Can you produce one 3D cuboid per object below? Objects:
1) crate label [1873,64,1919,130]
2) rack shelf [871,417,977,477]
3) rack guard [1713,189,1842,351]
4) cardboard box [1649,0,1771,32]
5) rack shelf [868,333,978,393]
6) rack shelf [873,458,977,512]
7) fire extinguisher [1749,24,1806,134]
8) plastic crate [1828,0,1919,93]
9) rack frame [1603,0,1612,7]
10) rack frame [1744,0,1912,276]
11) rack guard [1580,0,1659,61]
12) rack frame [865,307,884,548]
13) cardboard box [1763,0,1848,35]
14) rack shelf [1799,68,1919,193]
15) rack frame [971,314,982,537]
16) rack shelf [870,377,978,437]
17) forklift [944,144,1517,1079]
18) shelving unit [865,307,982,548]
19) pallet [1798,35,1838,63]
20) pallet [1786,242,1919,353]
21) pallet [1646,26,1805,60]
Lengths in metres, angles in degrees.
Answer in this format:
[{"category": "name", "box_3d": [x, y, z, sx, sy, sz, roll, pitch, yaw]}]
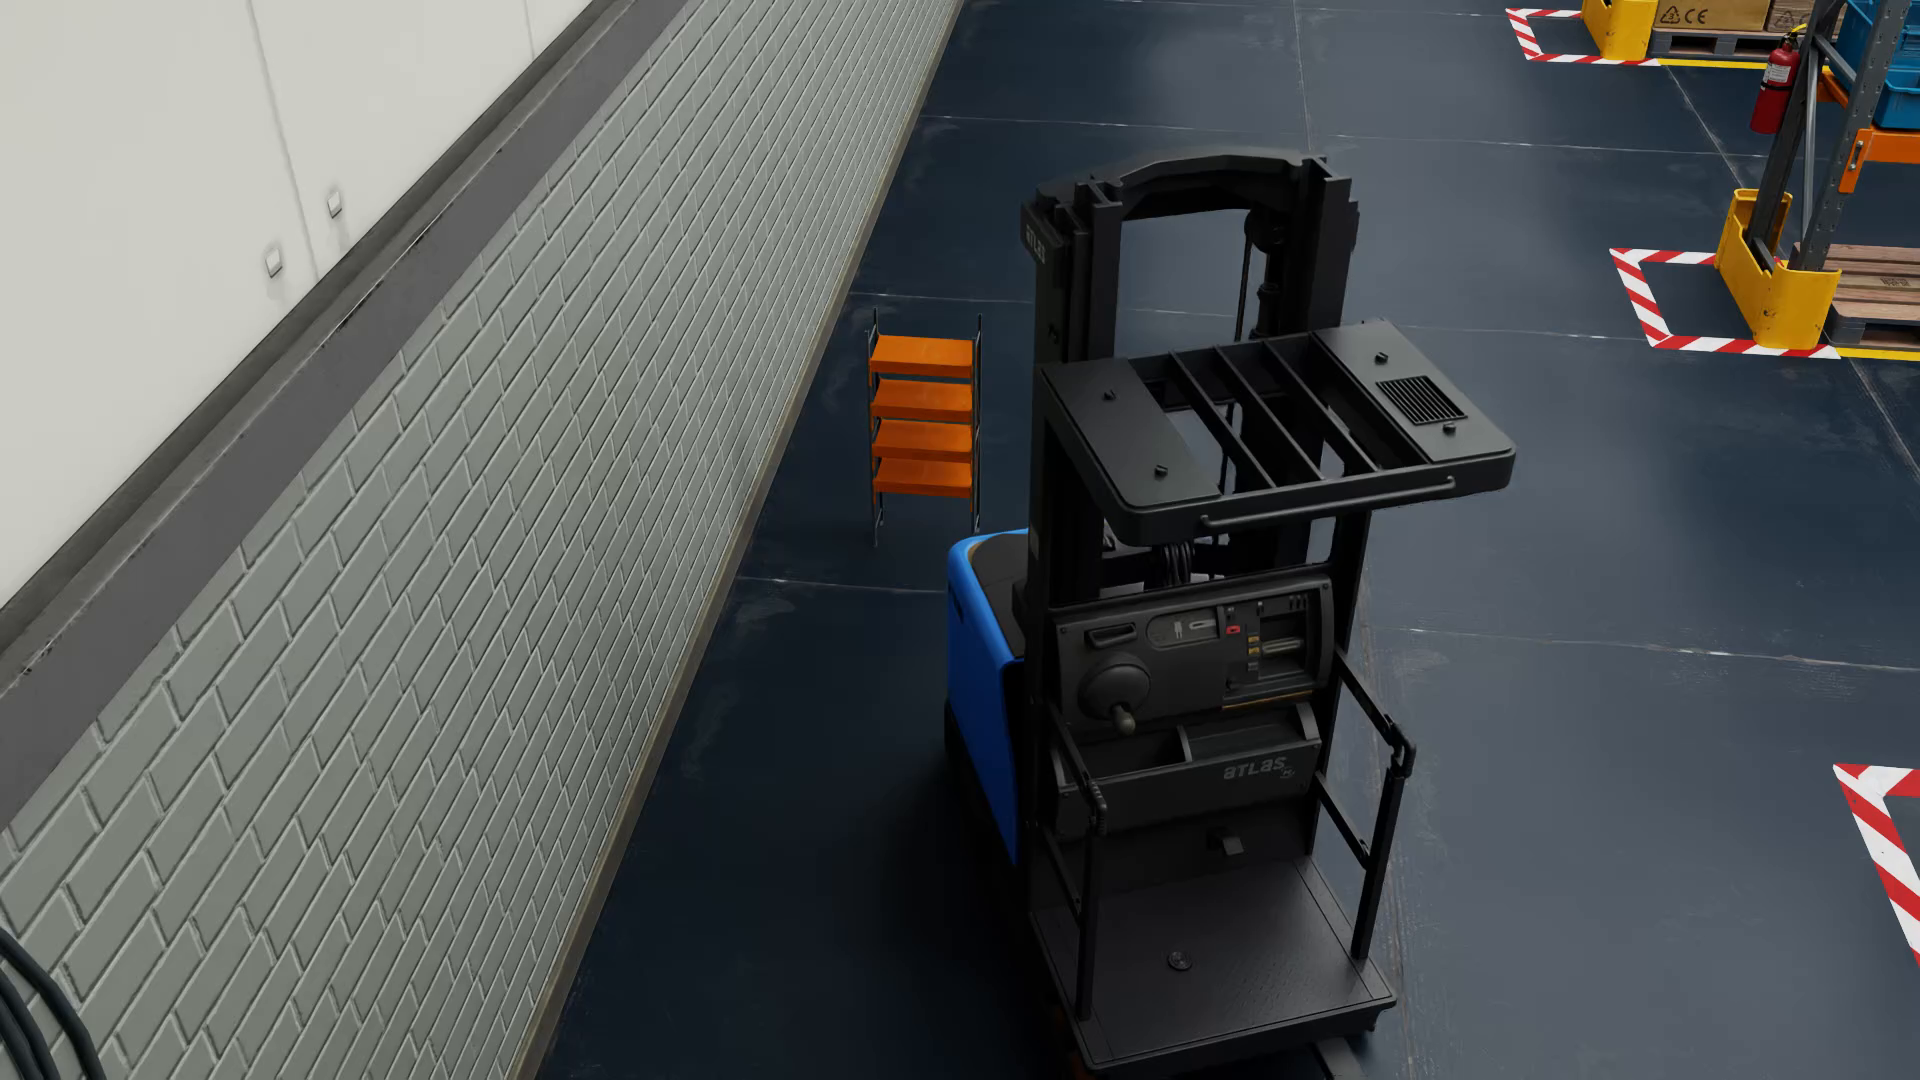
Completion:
[{"category": "crate label", "box_3d": [5.200, -2.439, 9.177, 0.303, 0.233, 0.416, 4, 36, 6]}, {"category": "rack shelf", "box_3d": [-0.164, -0.446, 7.958, 0.480, 0.148, 0.258, 4, 36, 6]}, {"category": "rack guard", "box_3d": [4.971, -1.667, 10.156, 0.348, 0.500, 1.175, 4, 36, 6]}, {"category": "cardboard box", "box_3d": [6.273, -4.849, 13.930, 0.875, 0.875, 0.875, 4, 36, 6]}, {"category": "rack shelf", "box_3d": [-0.164, -0.820, 7.690, 0.480, 0.148, 0.258, 4, 36, 6]}, {"category": "rack shelf", "box_3d": [-0.164, -0.284, 8.073, 0.480, 0.148, 0.258, 4, 36, 6]}, {"category": "fire extinguisher", "box_3d": [4.905, -2.780, 9.951, 0.183, 0.674, 0.296, 4, 36, 6]}, {"category": "plastic crate", "box_3d": [5.353, -2.812, 9.526, 0.499, 0.435, 0.616, 4, 36, 6]}, {"category": "rack frame", "box_3d": [5.628, -5.544, 13.436, 0.127, 3.000, 1.000, 4, 36, 6]}, {"category": "rack frame", "box_3d": [4.997, -2.690, 9.437, 0.127, 3.000, 1.000, 4, 36, 6]}, {"category": "rack guard", "box_3d": [5.604, -4.528, 14.165, 0.348, 0.500, 1.175, 4, 36, 6]}, {"category": "rack frame", "box_3d": [-0.406, -0.519, 7.944, 0.015, 1.200, 0.240, 4, 36, 6]}, {"category": "cardboard box", "box_3d": [7.175, -4.782, 13.835, 0.875, 0.875, 0.875, 4, 36, 6]}, {"category": "rack shelf", "box_3d": [6.981, -2.250, 9.439, 4.000, 0.370, 1.077, 4, 36, 6]}, {"category": "rack frame", "box_3d": [0.078, -0.483, 7.893, 0.015, 1.200, 0.240, 4, 36, 6]}, {"category": "rack shelf", "box_3d": [-0.164, -0.628, 7.828, 0.480, 0.148, 0.258, 4, 36, 6]}, {"category": "forklift", "box_3d": [0.810, 0.433, 5.120, 1.130, 2.935, 3.031, -9, 36, -12]}, {"category": "shelving unit", "box_3d": [-0.164, -0.501, 7.919, 0.503, 1.200, 0.258, 4, 36, 6]}, {"category": "pallet", "box_3d": [7.637, -4.303, 14.098, 1.213, 0.211, 1.003, 4, 36, 6]}, {"category": "pallet", "box_3d": [5.810, -1.472, 10.131, 1.213, 0.211, 1.003, 4, 36, 6]}, {"category": "pallet", "box_3d": [6.431, -4.395, 14.226, 1.213, 0.211, 1.003, 4, 36, 6]}]
